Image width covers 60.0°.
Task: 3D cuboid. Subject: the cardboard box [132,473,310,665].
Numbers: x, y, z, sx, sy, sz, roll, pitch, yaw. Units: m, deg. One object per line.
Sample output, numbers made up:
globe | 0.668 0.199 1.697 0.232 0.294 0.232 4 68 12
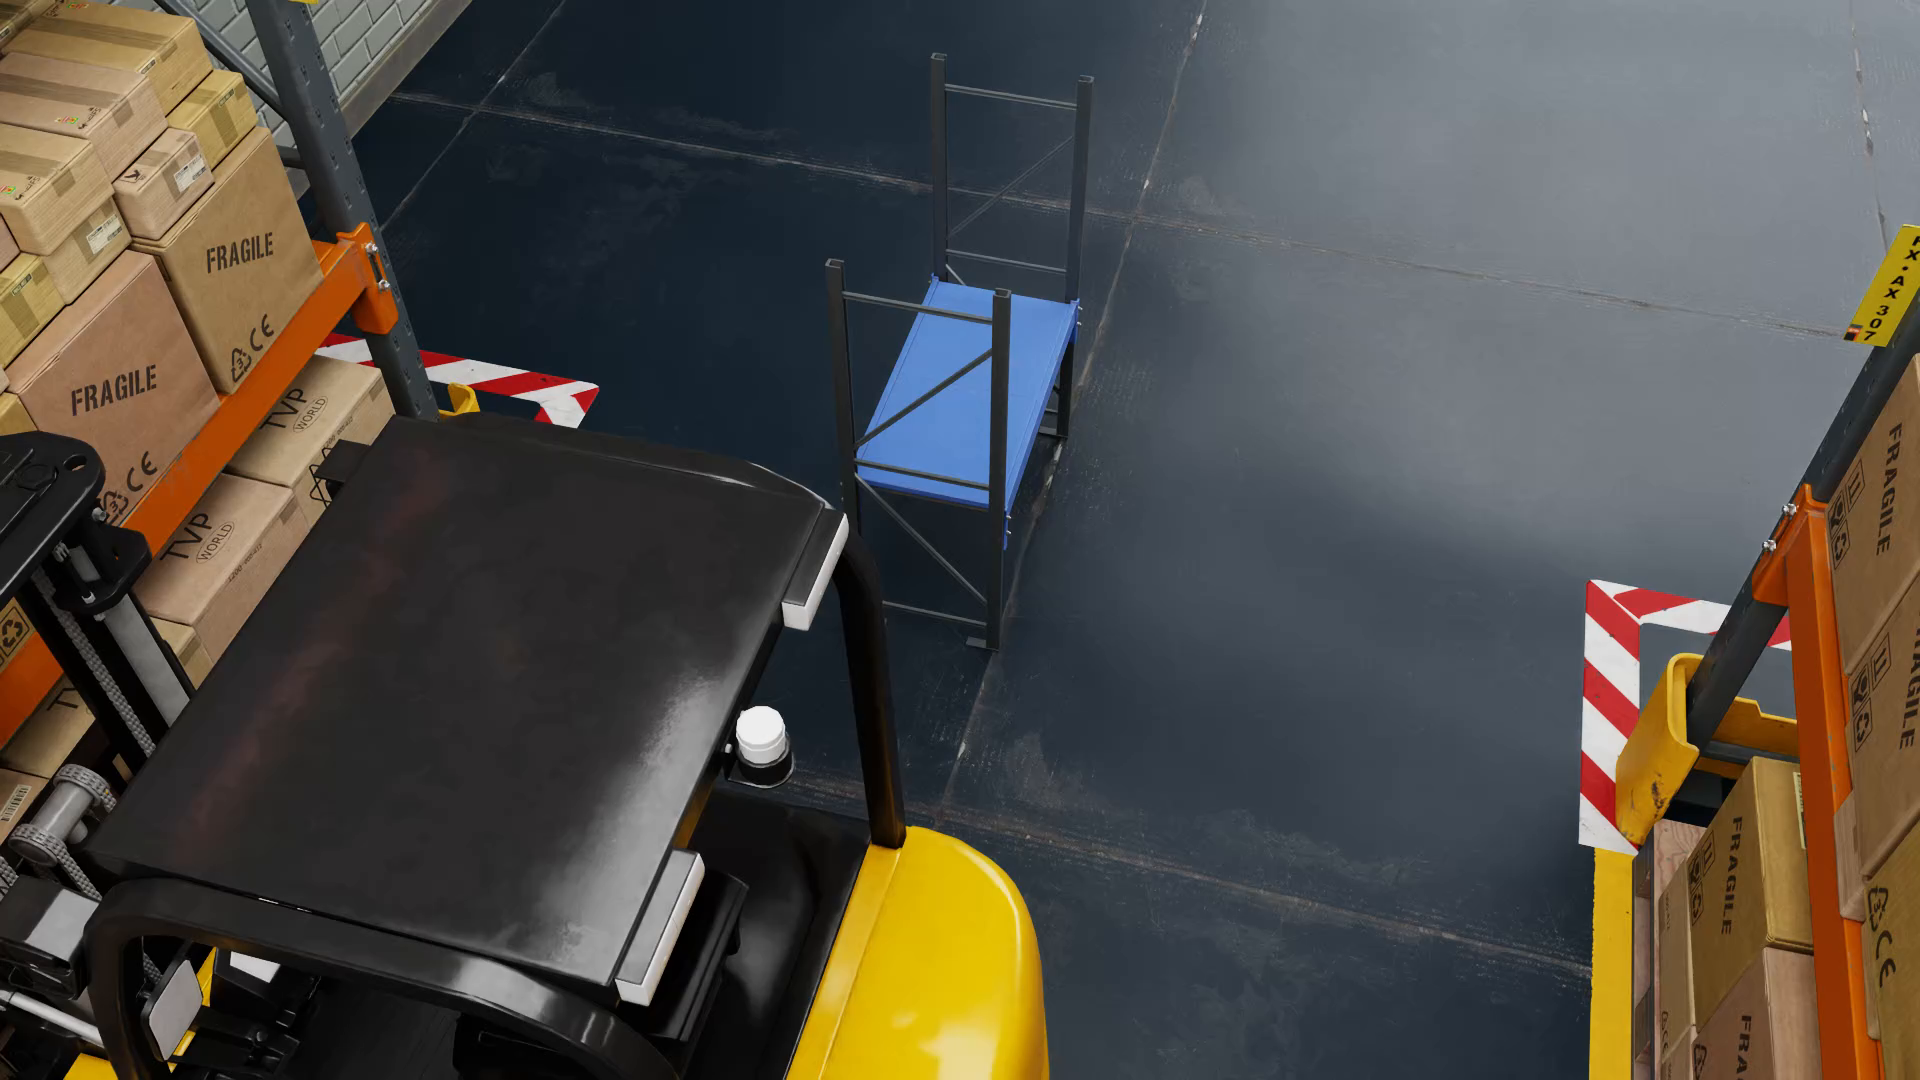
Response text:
cardboard box | -2.154 0.066 4.578 0.500 0.250 0.500 12 50 11

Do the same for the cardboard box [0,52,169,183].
cardboard box | -2.131 -1.000 3.934 0.380 0.149 0.250 12 50 10

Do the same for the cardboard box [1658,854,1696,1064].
cardboard box | 2.106 1.137 4.299 0.500 0.250 0.500 11 50 10

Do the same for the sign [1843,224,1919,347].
sign | 2.061 -0.556 3.662 0.100 0.325 0.005 12 50 10

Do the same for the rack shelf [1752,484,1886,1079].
rack shelf | 2.058 1.522 2.886 1.077 0.370 4.000 12 50 10

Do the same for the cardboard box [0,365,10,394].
cardboard box | -2.293 -0.335 3.546 0.380 0.149 0.250 10 49 9

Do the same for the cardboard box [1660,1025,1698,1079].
cardboard box | 1.964 1.505 3.975 0.500 0.250 0.500 13 50 11

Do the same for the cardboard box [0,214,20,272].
cardboard box | -2.311 -0.640 3.617 0.380 0.149 0.250 12 50 10

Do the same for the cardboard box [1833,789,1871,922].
cardboard box | 1.984 0.661 3.333 0.380 0.149 0.250 12 50 11

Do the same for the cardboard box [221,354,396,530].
cardboard box | -2.025 -0.304 4.905 0.500 0.250 0.500 13 50 11

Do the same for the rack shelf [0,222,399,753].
rack shelf | -2.731 0.546 3.748 1.077 0.370 4.000 12 50 10

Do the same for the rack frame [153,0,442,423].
rack frame | -2.205 -1.139 4.755 1.000 3.000 0.127 12 50 10

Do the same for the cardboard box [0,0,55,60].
cardboard box | -2.499 -1.285 4.185 0.380 0.149 0.250 11 49 9

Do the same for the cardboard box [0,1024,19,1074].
cardboard box | -2.425 0.979 4.105 0.500 0.250 0.500 11 50 10

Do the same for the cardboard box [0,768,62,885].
cardboard box | -2.418 0.798 3.932 0.500 0.250 0.500 11 49 9

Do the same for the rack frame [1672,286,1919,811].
rack frame | 2.585 -0.162 3.893 1.000 3.000 0.127 12 50 10

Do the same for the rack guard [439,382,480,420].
rack guard | -2.199 -0.329 5.707 1.175 0.500 0.348 12 50 10

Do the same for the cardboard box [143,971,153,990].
cardboard box | -2.419 1.132 4.304 0.500 0.250 0.500 13 50 11

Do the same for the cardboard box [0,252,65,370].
cardboard box | -2.268 -0.537 3.724 0.380 0.149 0.250 11 50 10

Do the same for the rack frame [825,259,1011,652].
rack frame | -0.111 -0.190 4.918 0.500 1.500 0.032 12 50 10

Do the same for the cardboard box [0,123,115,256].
cardboard box | -2.174 -0.805 3.763 0.380 0.149 0.250 13 50 11

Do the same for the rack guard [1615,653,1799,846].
rack guard | 2.565 0.720 4.781 1.175 0.500 0.348 12 50 10

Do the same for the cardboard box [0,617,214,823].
cardboard box | -2.277 0.433 4.254 0.500 0.250 0.500 12 50 11

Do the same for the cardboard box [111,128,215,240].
cardboard box | -2.064 -0.890 4.036 0.380 0.149 0.250 12 50 11

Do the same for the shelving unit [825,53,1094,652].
shelving unit | 0.022 -0.558 5.242 0.538 1.500 1.048 12 50 10

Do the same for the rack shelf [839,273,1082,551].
rack shelf | 0.022 -0.439 5.377 0.538 0.185 1.000 12 50 10

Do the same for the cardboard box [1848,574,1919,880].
cardboard box | 2.059 0.369 3.158 0.500 0.500 0.500 13 50 11

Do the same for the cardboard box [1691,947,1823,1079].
cardboard box | 1.967 1.286 3.668 0.500 0.500 0.500 10 49 9

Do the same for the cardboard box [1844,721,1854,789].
cardboard box | 2.095 0.487 3.487 0.380 0.149 0.250 10 49 9

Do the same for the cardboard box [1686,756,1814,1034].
cardboard box | 2.100 0.907 4.003 0.500 0.500 0.500 10 49 9

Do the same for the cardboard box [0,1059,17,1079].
cardboard box | -2.558 1.345 3.783 0.500 0.250 0.500 11 50 10

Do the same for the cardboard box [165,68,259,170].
cardboard box | -2.026 -1.081 4.204 0.380 0.149 0.250 12 50 11

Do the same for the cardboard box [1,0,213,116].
cardboard box | -2.096 -1.185 4.097 0.380 0.149 0.250 12 50 10

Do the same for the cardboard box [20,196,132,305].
cardboard box | -2.192 -0.714 3.881 0.380 0.149 0.250 12 50 11

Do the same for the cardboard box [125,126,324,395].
cardboard box | -2.081 -0.764 4.357 0.500 0.500 0.500 11 49 9

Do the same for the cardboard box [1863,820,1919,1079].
cardboard box | 1.926 0.738 2.833 0.500 0.500 0.500 11 49 9

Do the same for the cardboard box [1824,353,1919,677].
cardboard box | 2.193 -0.006 3.490 0.500 0.500 0.500 11 49 9

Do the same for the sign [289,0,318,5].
sign | -1.685 -1.484 4.128 0.100 0.325 0.005 12 50 10

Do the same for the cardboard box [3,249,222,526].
cardboard box | -2.227 -0.391 4.028 0.500 0.500 0.500 13 50 11

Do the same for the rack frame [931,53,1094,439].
rack frame | 0.156 -0.926 5.567 0.500 1.500 0.032 12 50 10

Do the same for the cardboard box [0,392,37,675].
cardboard box | -2.361 -0.020 3.701 0.500 0.500 0.500 11 49 9

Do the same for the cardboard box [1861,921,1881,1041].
cardboard box | 1.948 0.855 3.162 0.380 0.149 0.250 13 50 11

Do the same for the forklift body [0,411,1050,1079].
forklift body | -0.944 0.873 3.545 2.313 2.155 1.214 12 50 10

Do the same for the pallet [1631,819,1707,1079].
pallet | 2.317 1.396 4.377 1.003 0.211 1.213 12 50 10

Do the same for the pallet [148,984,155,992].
pallet | -2.689 1.225 4.528 1.003 0.211 1.213 12 50 10
